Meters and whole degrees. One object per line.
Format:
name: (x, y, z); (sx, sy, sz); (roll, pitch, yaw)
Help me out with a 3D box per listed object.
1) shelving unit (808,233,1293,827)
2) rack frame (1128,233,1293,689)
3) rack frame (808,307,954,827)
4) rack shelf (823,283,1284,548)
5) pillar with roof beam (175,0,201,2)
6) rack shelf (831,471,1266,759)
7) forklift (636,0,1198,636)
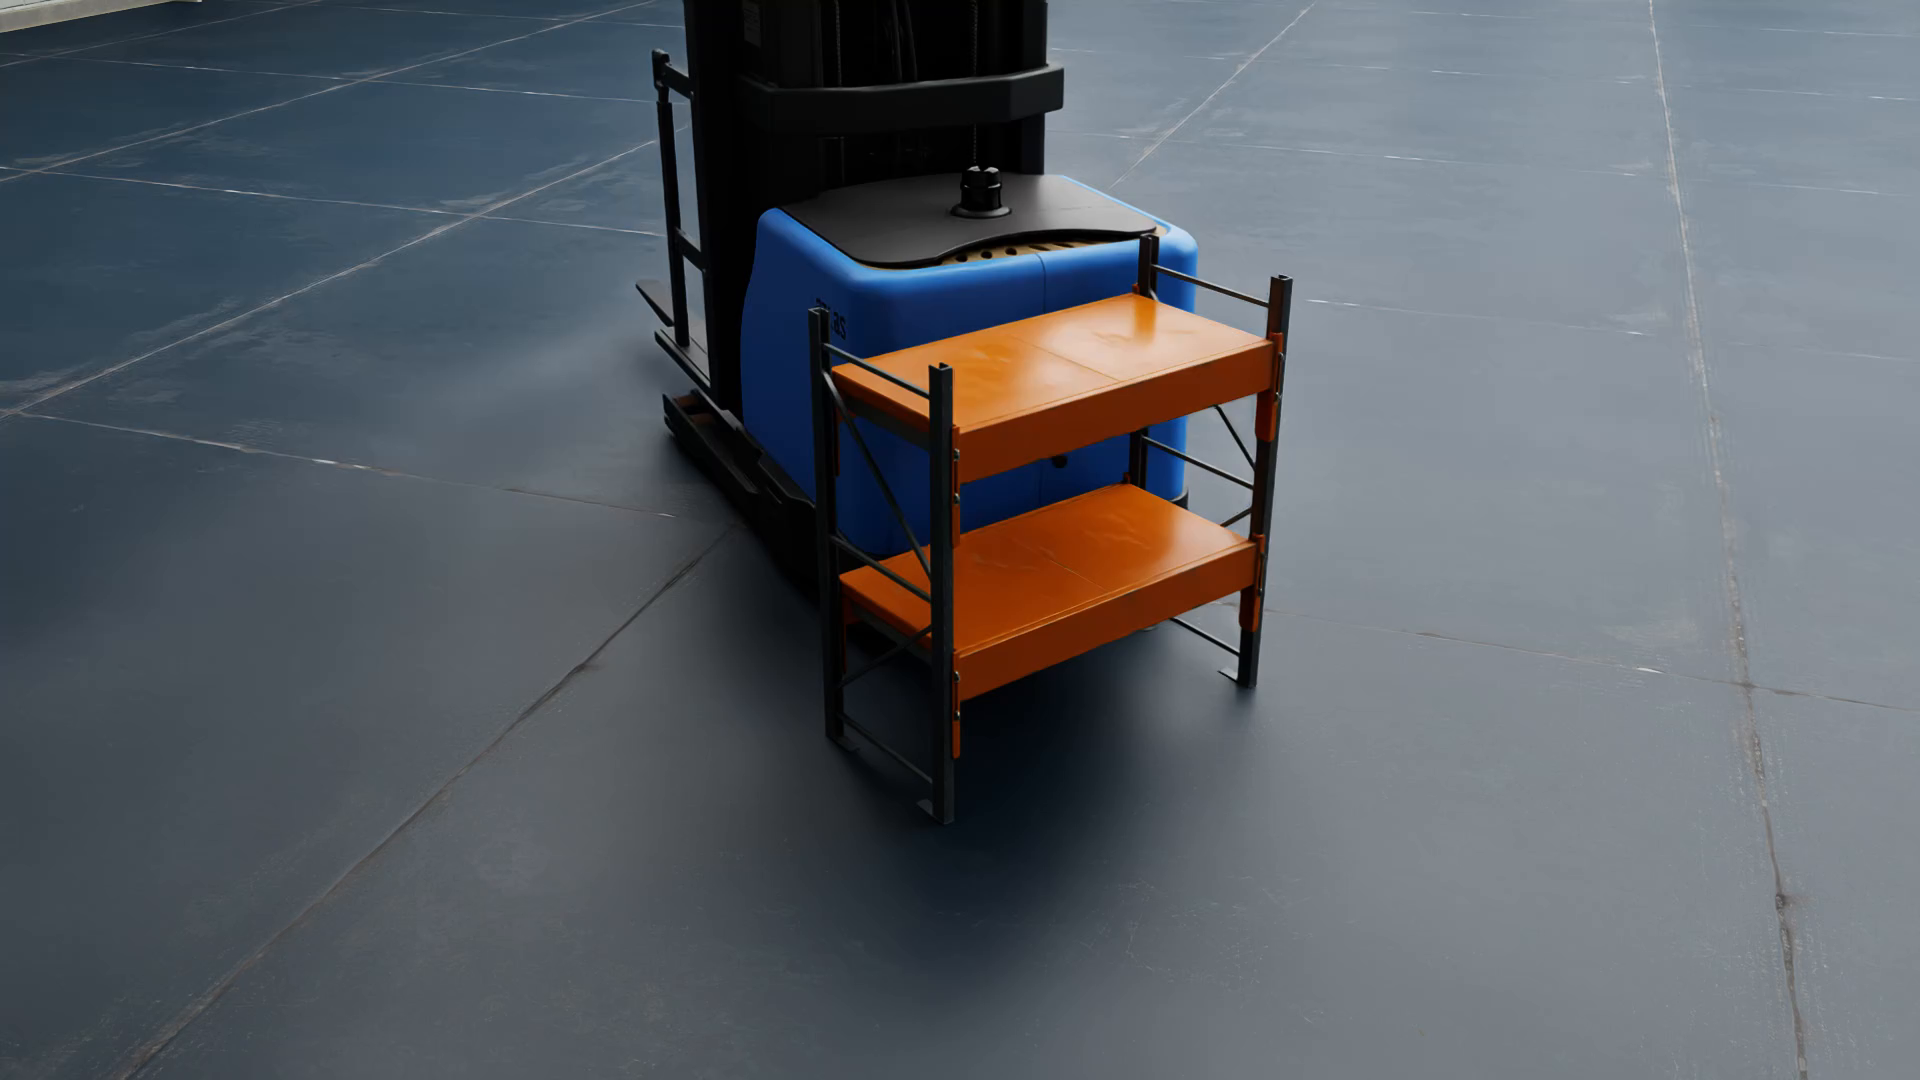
shelving unit: (0.225, -0.064, 4.092); (1.048, 1.125, 0.538); (-19, 31, -33)
rack frame: (0.628, -0.199, 4.371); (0.032, 1.125, 0.500); (-19, 31, -33)
rack frame: (-0.178, 0.071, 3.813); (0.032, 1.125, 0.500); (-19, 31, -33)
rack shelf: (0.225, -0.328, 3.964); (1.000, 0.278, 0.538); (-19, 31, -33)
pillar with roof beam: (-3.271, -8.647, 12.783); (9.100, 9.000, 0.400); (9, 27, 17)
rack shelf: (0.225, 0.156, 4.198); (1.000, 0.278, 0.538); (-19, 31, -33)
forklift: (-0.414, -1.670, 5.336); (1.130, 2.935, 3.031); (-11, 28, -22)
